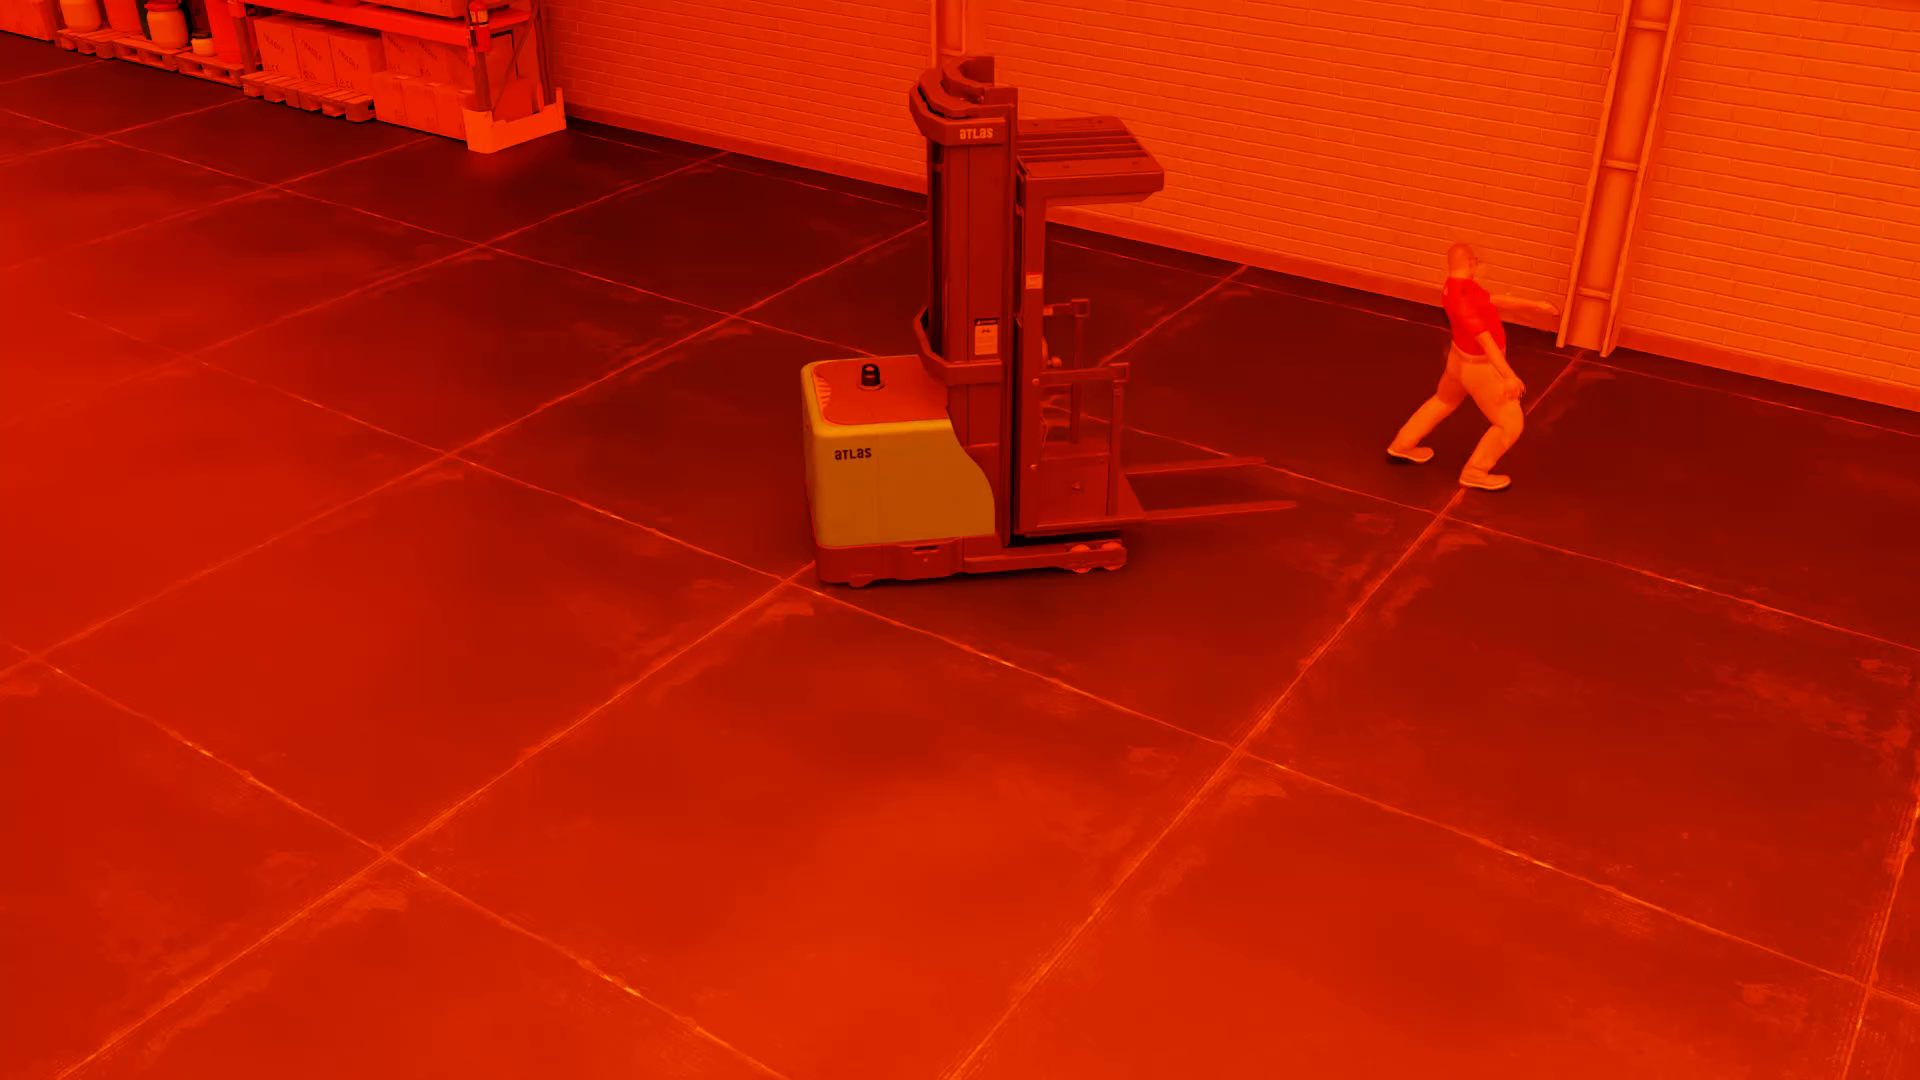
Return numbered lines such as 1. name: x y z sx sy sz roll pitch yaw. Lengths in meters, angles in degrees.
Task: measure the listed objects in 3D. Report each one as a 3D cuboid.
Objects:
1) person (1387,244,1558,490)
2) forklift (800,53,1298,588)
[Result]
1. person: 3.431 -1.107 10.812 0.874 1.575 0.819 -6 31 -11
2. forklift: 0.570 -1.325 9.864 3.031 2.935 1.130 -5 30 -8
